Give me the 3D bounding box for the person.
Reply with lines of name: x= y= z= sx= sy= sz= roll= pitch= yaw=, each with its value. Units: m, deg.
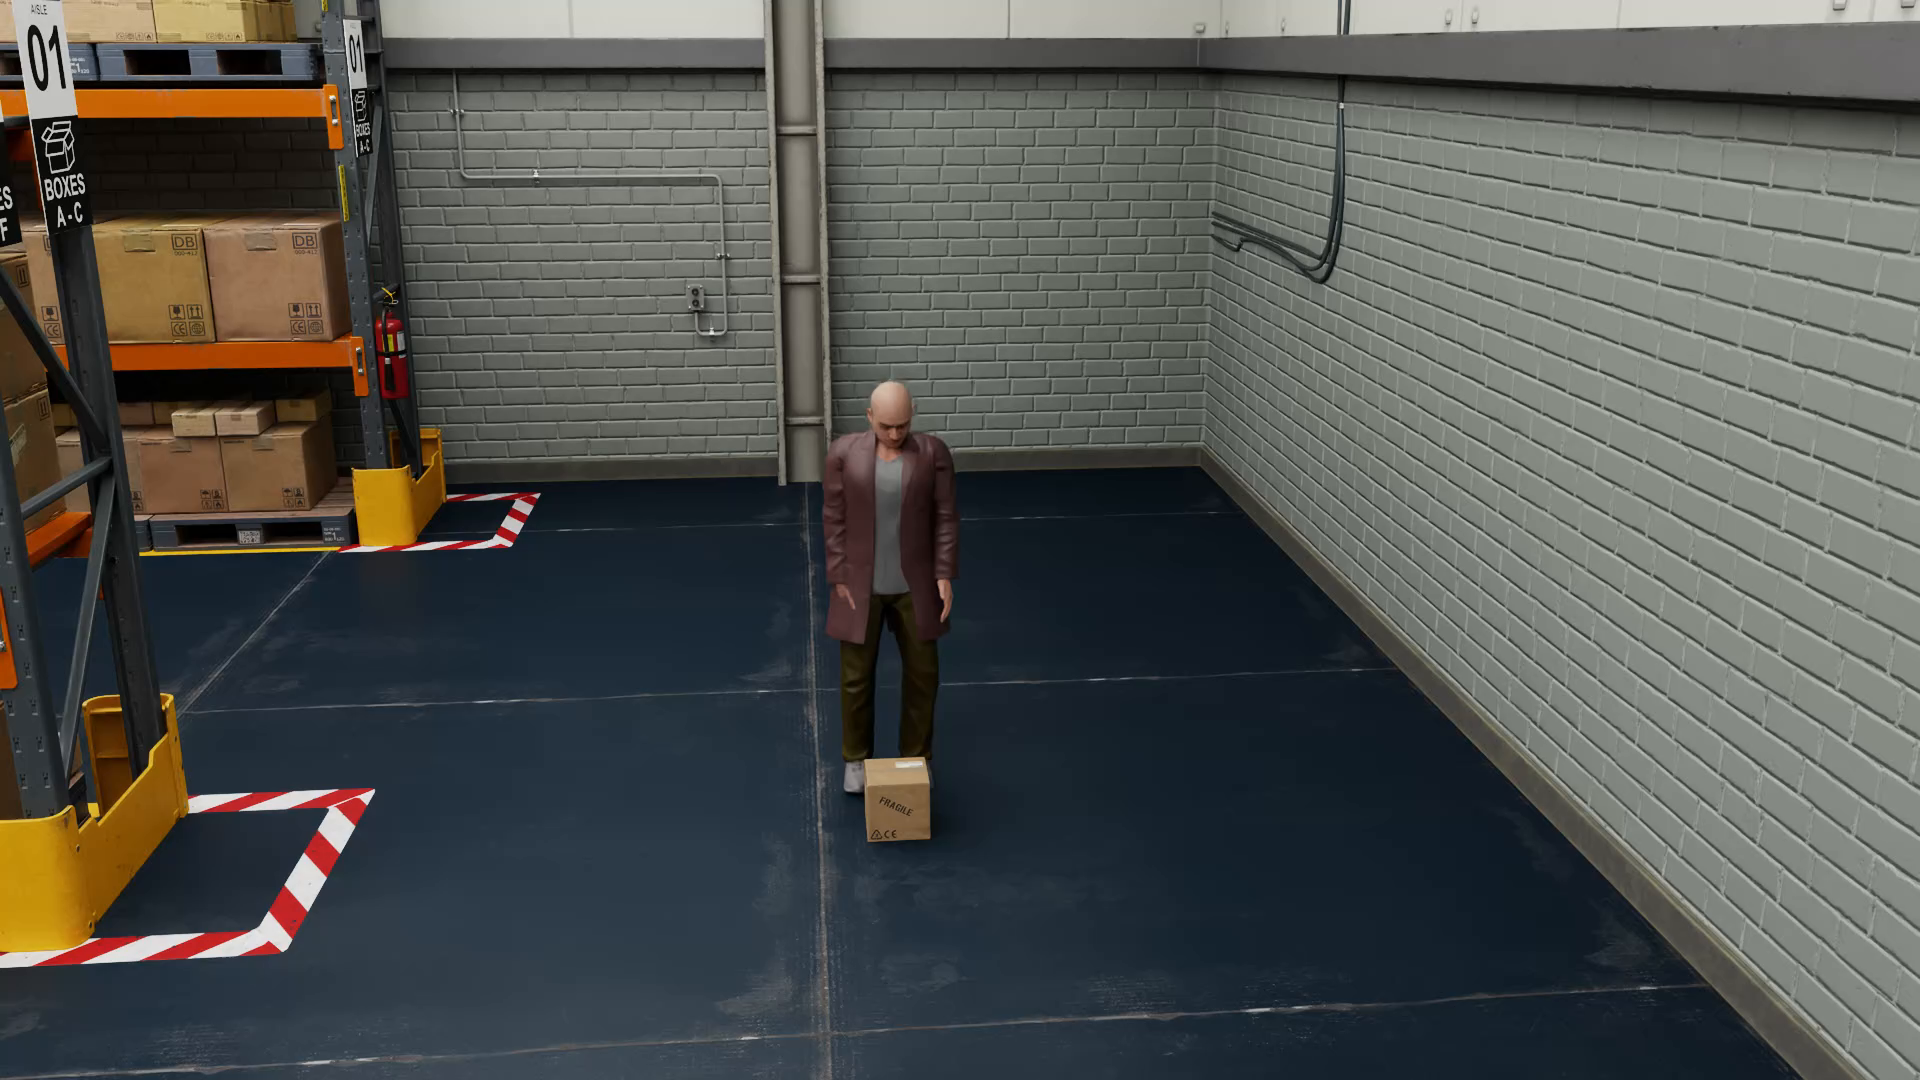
person: x=-0.284 y=0.197 z=6.963 sx=0.575 sy=1.751 sz=0.389 roll=-1 pitch=17 yaw=-4
